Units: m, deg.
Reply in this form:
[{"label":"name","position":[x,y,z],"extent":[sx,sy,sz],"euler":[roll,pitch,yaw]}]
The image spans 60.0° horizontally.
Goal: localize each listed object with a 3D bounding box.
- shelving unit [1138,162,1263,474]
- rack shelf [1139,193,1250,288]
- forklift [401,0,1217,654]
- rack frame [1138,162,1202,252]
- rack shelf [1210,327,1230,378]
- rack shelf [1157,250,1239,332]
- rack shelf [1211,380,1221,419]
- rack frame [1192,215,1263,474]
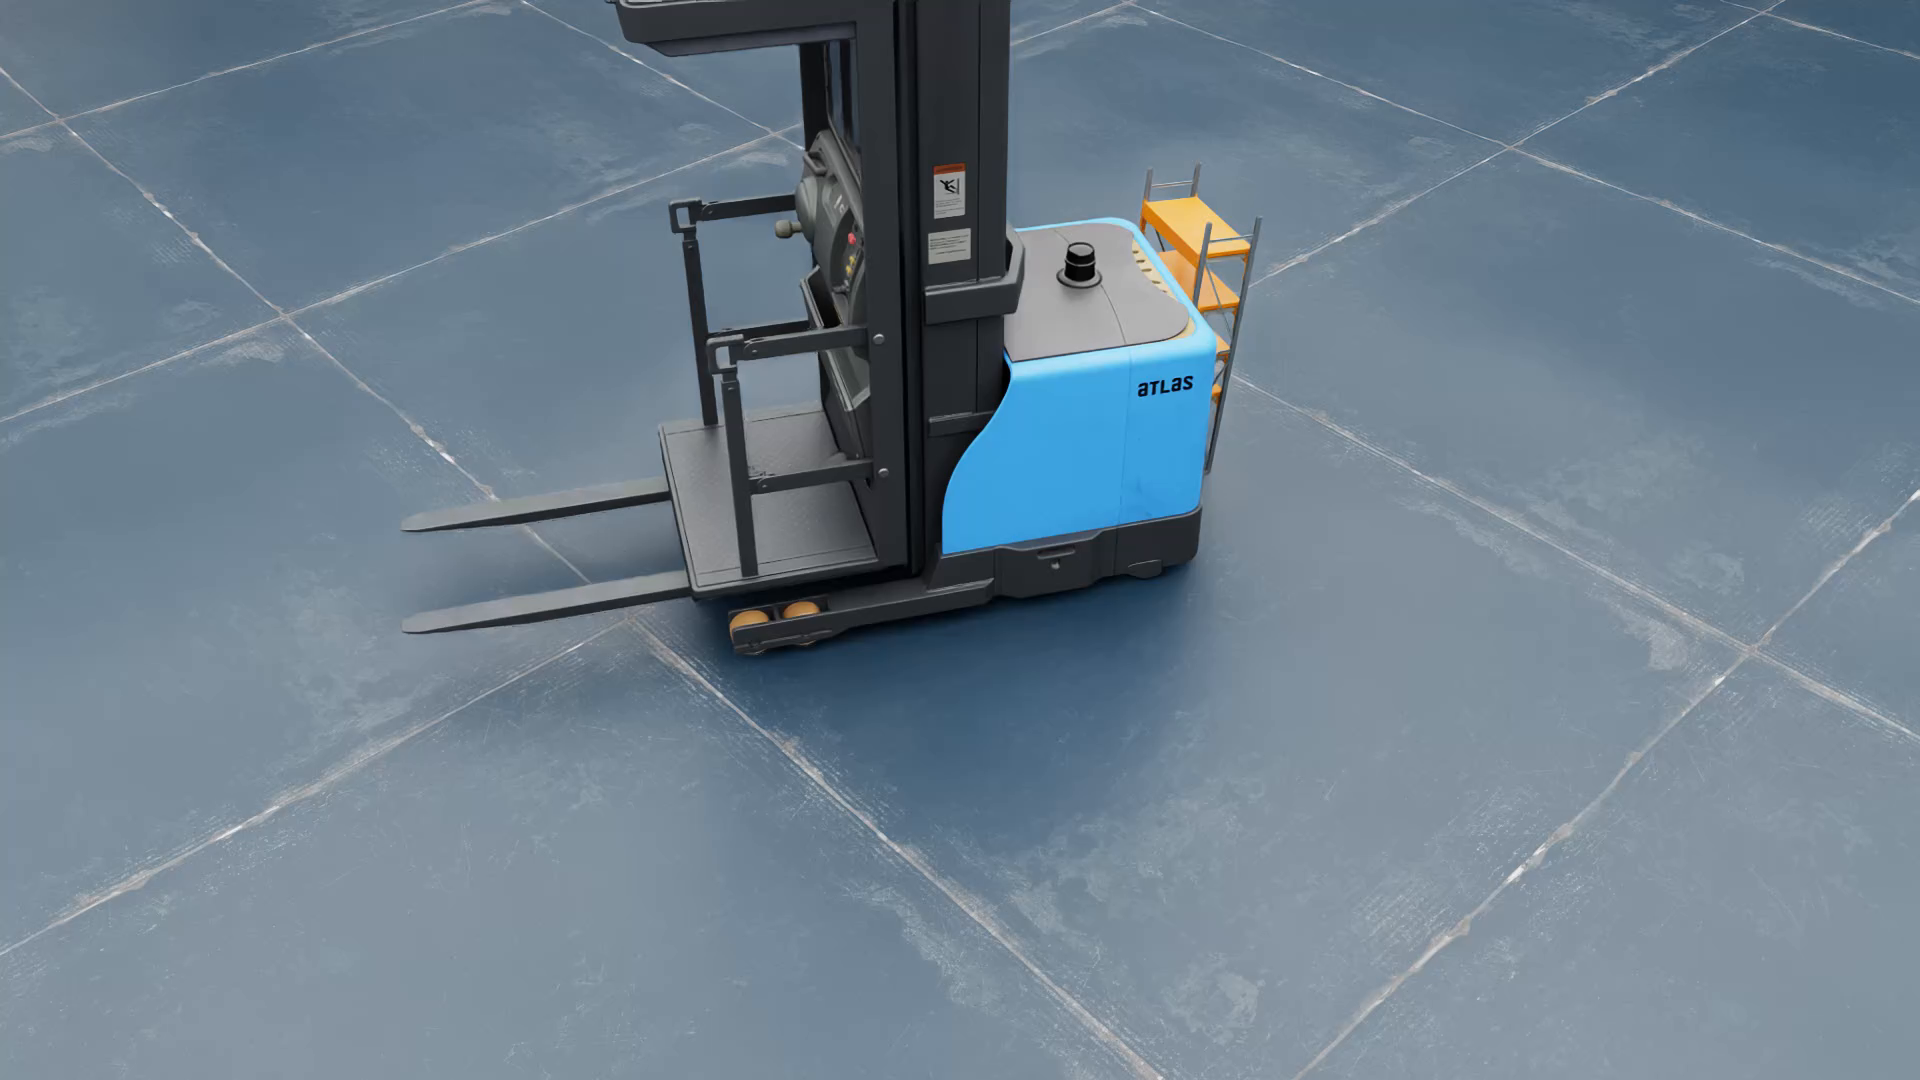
[{"label":"shelving unit","position":[0.911,-0.889,6.881],"extent":[0.258,1.200,0.503],"euler":[-10,40,-20]},{"label":"rack shelf","position":[0.941,-1.201,6.644],"extent":[0.258,0.148,0.480],"euler":[-10,40,-20]},{"label":"forklift","position":[-0.632,-1.082,5.757],"extent":[3.031,2.935,1.130],"euler":[-9,40,-11]},{"label":"rack frame","position":[0.820,-1.032,7.057],"extent":[0.240,1.200,0.015],"euler":[-10,40,-20]},{"label":"rack shelf","position":[0.906,-0.836,6.921],"extent":[0.258,0.148,0.480],"euler":[-10,40,-20]},{"label":"rack shelf","position":[0.923,-1.013,6.786],"extent":[0.258,0.148,0.480],"euler":[-10,40,-20]},{"label":"rack shelf","position":[0.891,-0.678,7.041],"extent":[0.258,0.148,0.480],"euler":[-10,40,-20]},{"label":"rack frame","position":[1.002,-0.747,6.705],"extent":[0.240,1.200,0.015],"euler":[-10,40,-20]}]
